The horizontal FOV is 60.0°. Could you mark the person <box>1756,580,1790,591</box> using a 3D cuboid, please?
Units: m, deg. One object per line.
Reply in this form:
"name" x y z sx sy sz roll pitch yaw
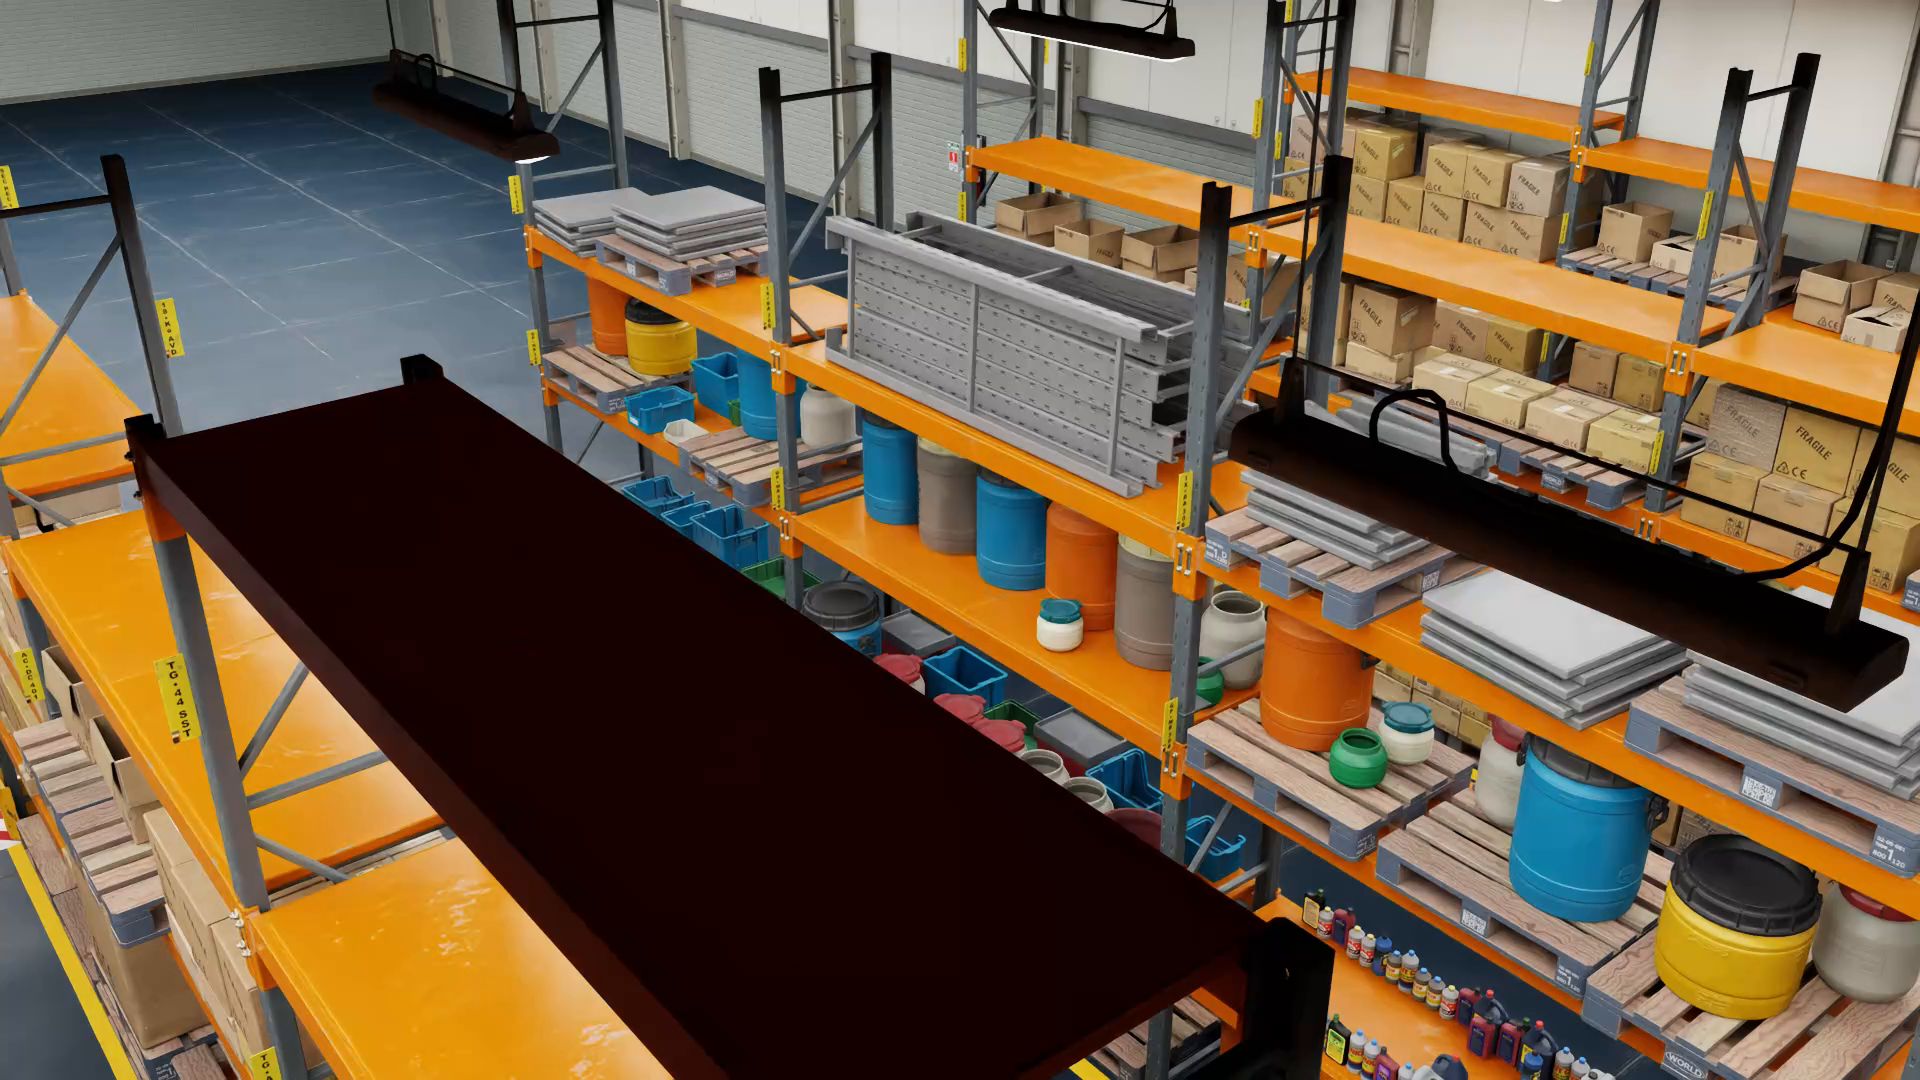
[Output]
"person" 7.319 0.729 14.900 0.456 1.606 0.948 -21 33 -37
